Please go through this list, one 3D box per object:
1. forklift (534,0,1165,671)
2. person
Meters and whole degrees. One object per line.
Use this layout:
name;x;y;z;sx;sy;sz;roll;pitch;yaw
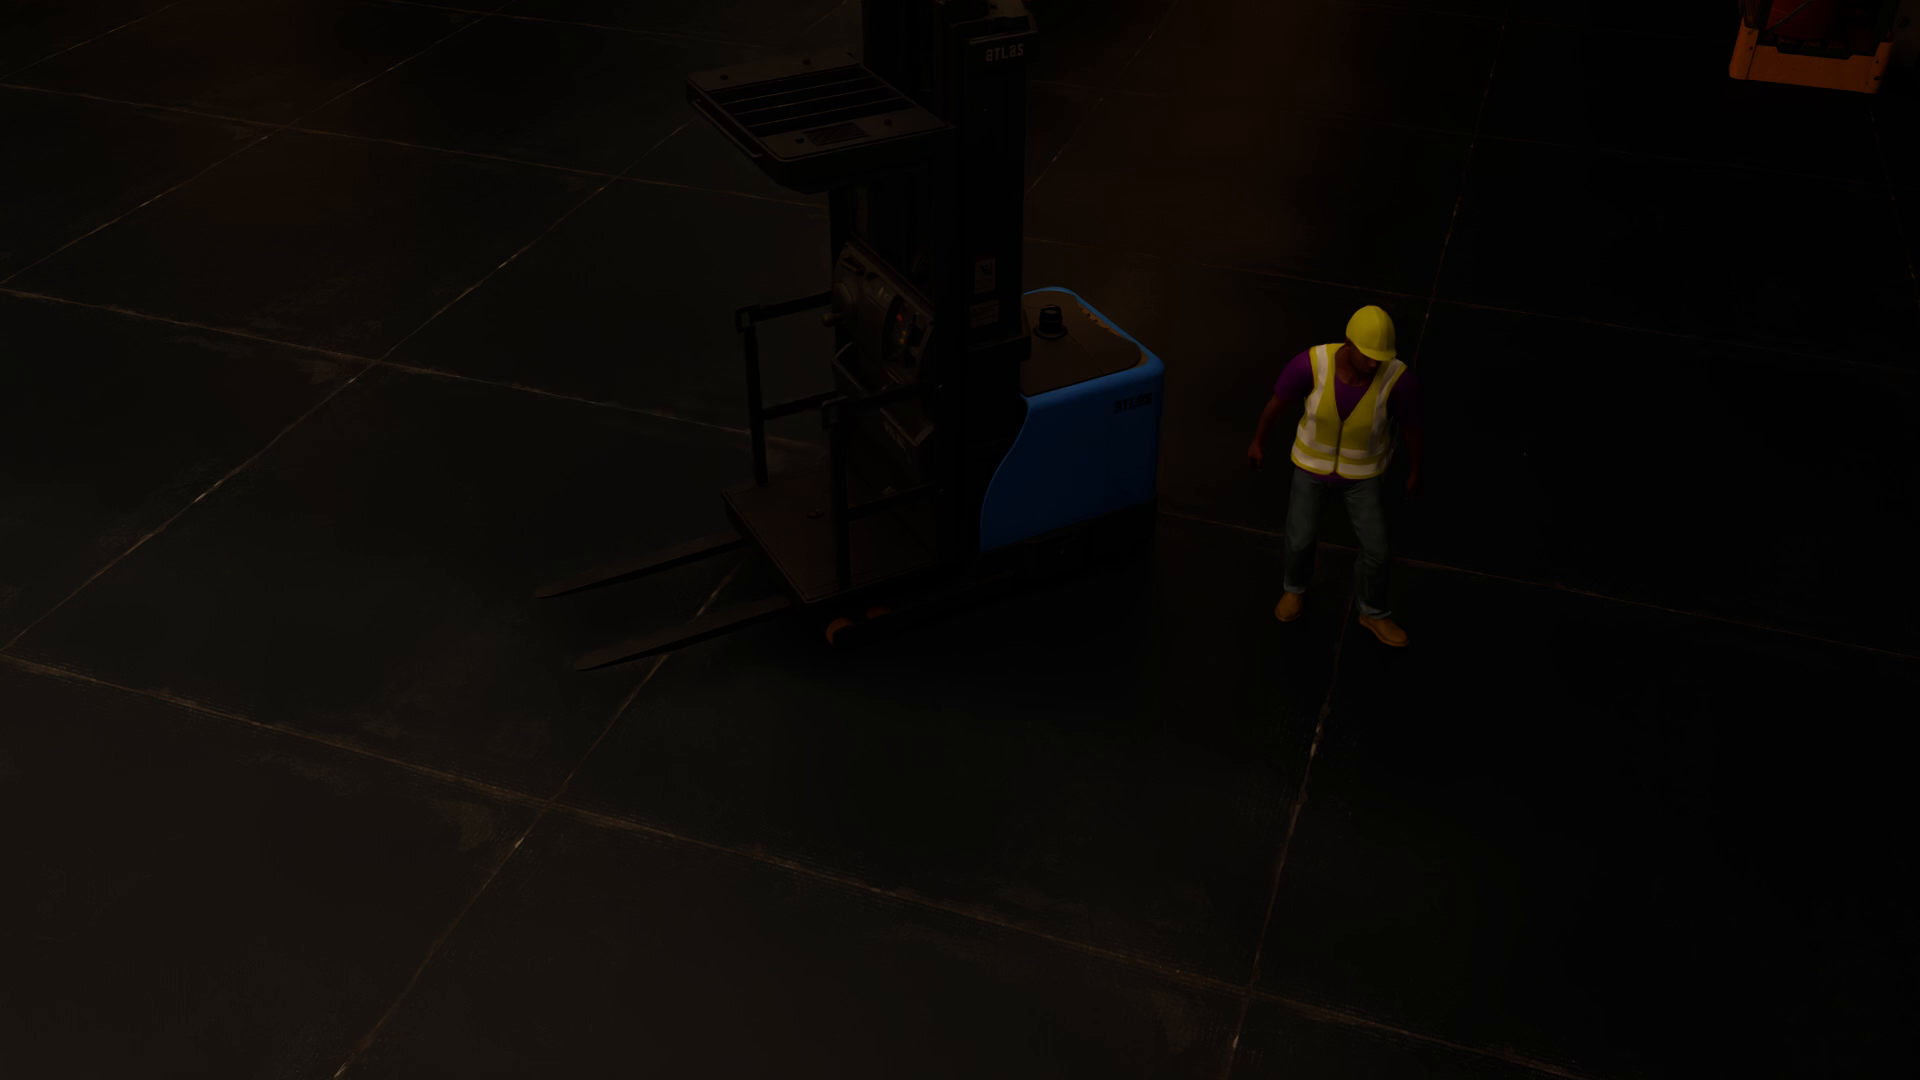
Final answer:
forklift;-0.540;-1.015;7.543;3.031;2.935;1.130;-17;39;-23
person;1.741;-0.318;7.606;0.878;1.731;0.466;9;36;13
